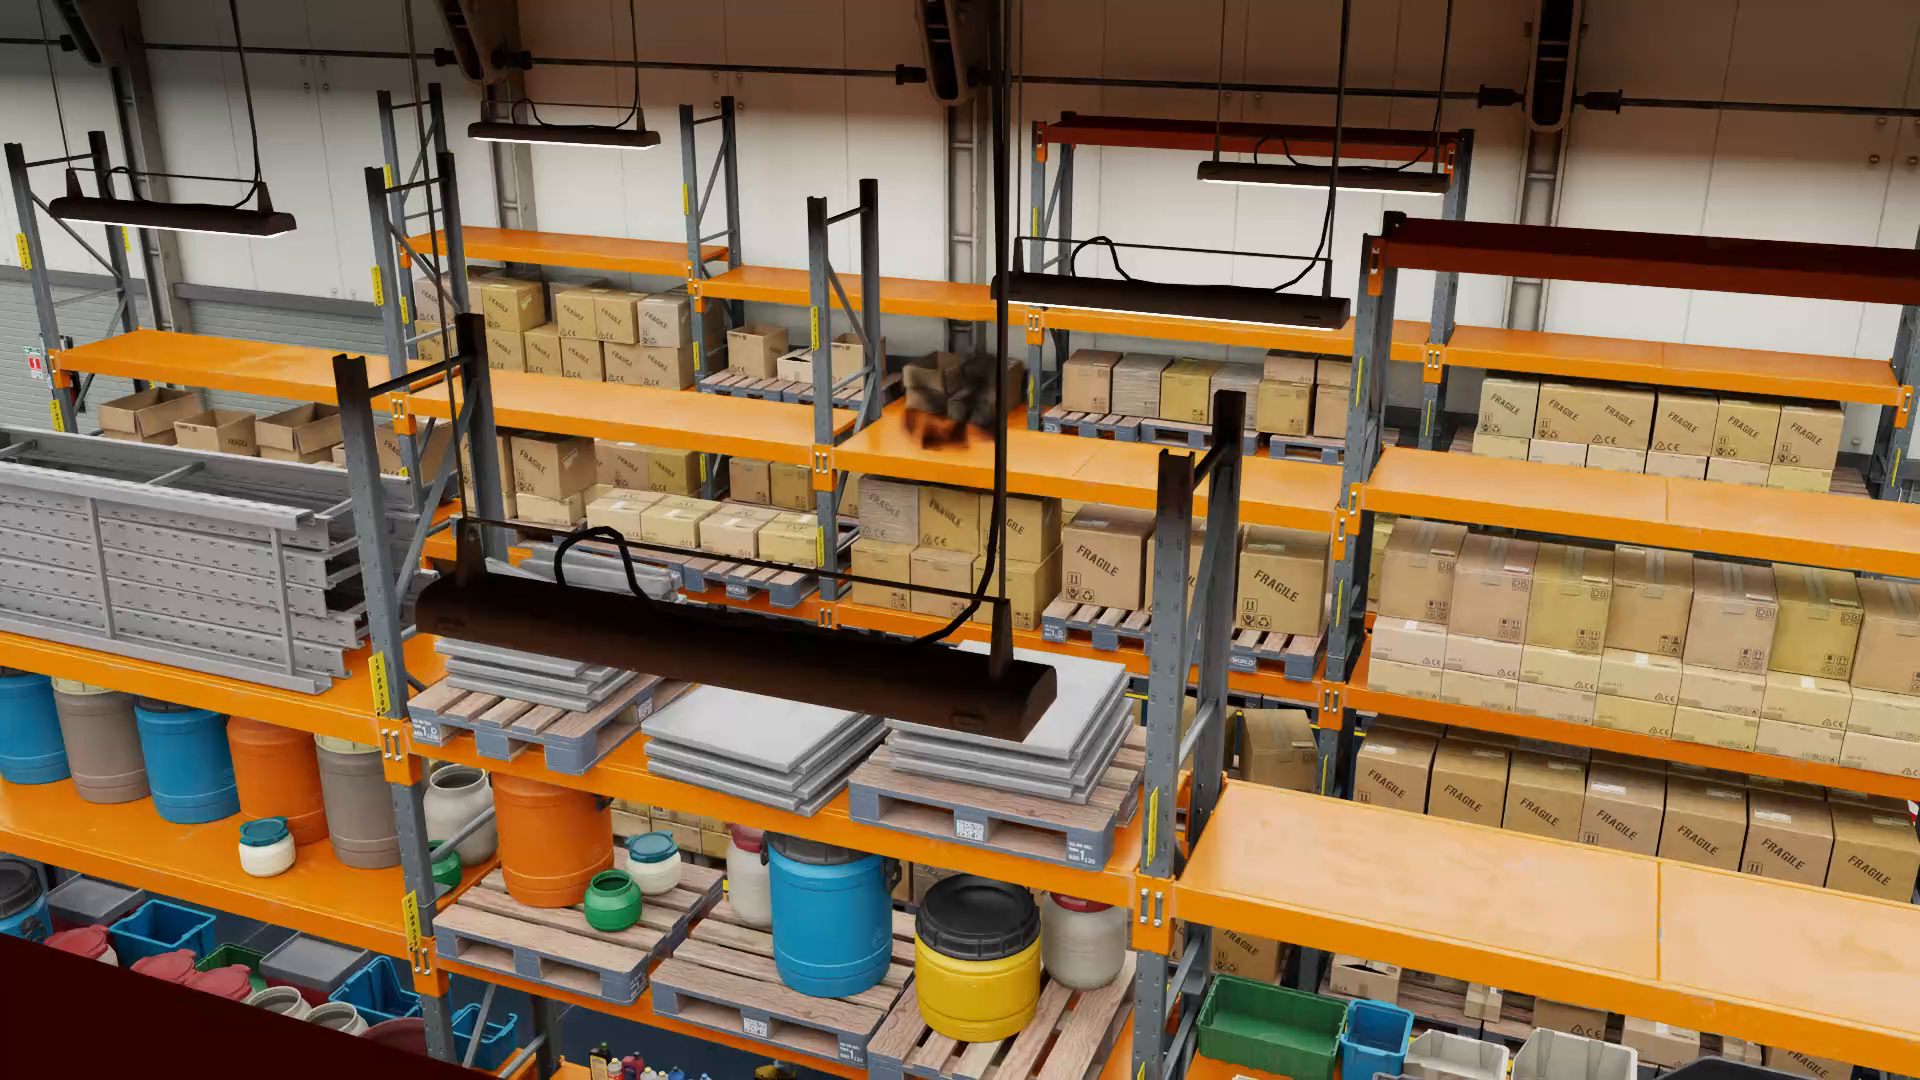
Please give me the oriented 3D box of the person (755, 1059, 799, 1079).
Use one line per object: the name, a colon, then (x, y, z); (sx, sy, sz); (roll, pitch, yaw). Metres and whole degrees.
person: (-1.018, 3.088, 11.786); (0.956, 1.761, 0.700); (2, 21, 6)
